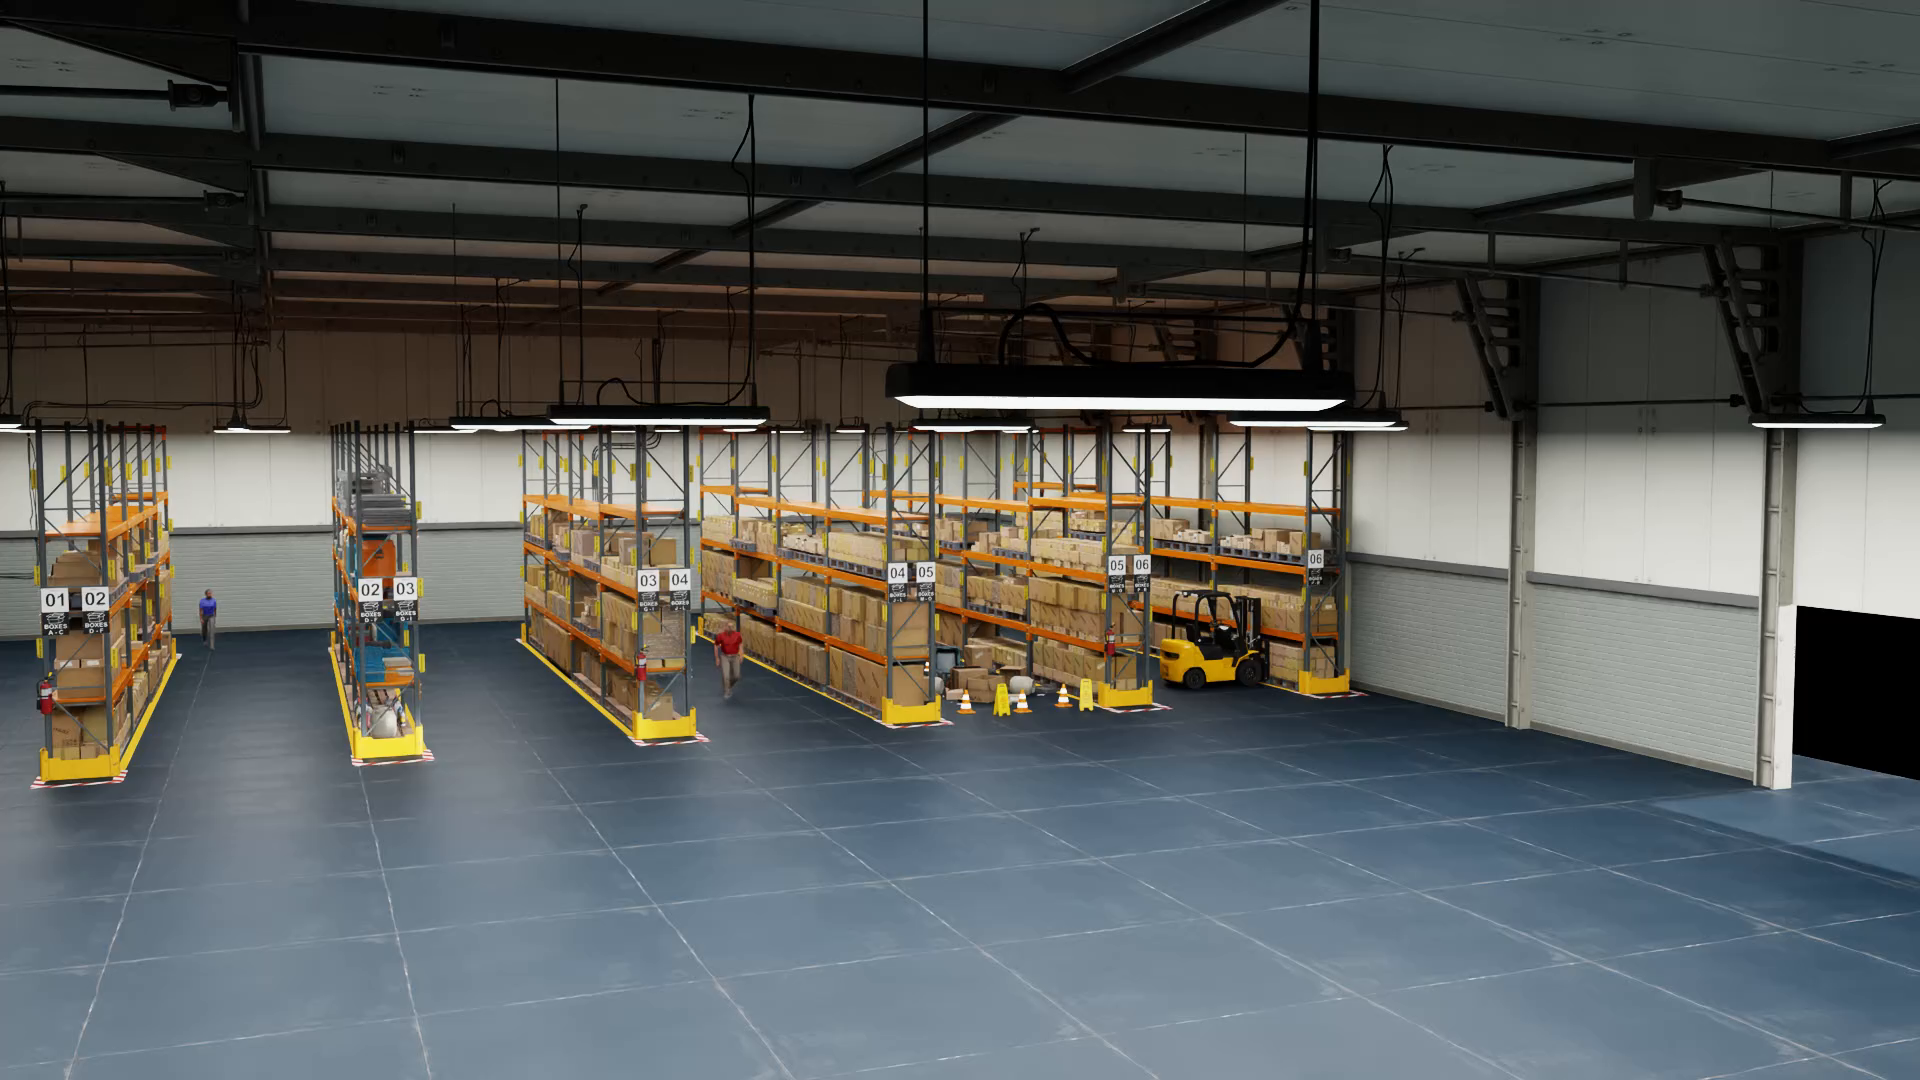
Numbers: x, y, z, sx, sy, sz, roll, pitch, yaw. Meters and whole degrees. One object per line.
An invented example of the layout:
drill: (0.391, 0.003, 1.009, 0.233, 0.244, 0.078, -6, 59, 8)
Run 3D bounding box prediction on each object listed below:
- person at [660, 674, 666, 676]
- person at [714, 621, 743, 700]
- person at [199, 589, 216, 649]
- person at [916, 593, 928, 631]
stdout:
person: (-7.095, 2.400, 39.783, 0.508, 1.630, 0.922, -3, 4, -36)
person: (-5.071, 2.607, 36.379, 0.636, 1.713, 0.624, -1, 4, -22)
person: (-20.213, 2.111, 44.690, 0.421, 1.595, 1.045, -2, 4, -23)
person: (-1.031, 2.187, 42.375, 0.611, 1.759, 0.489, -2, 4, -31)
